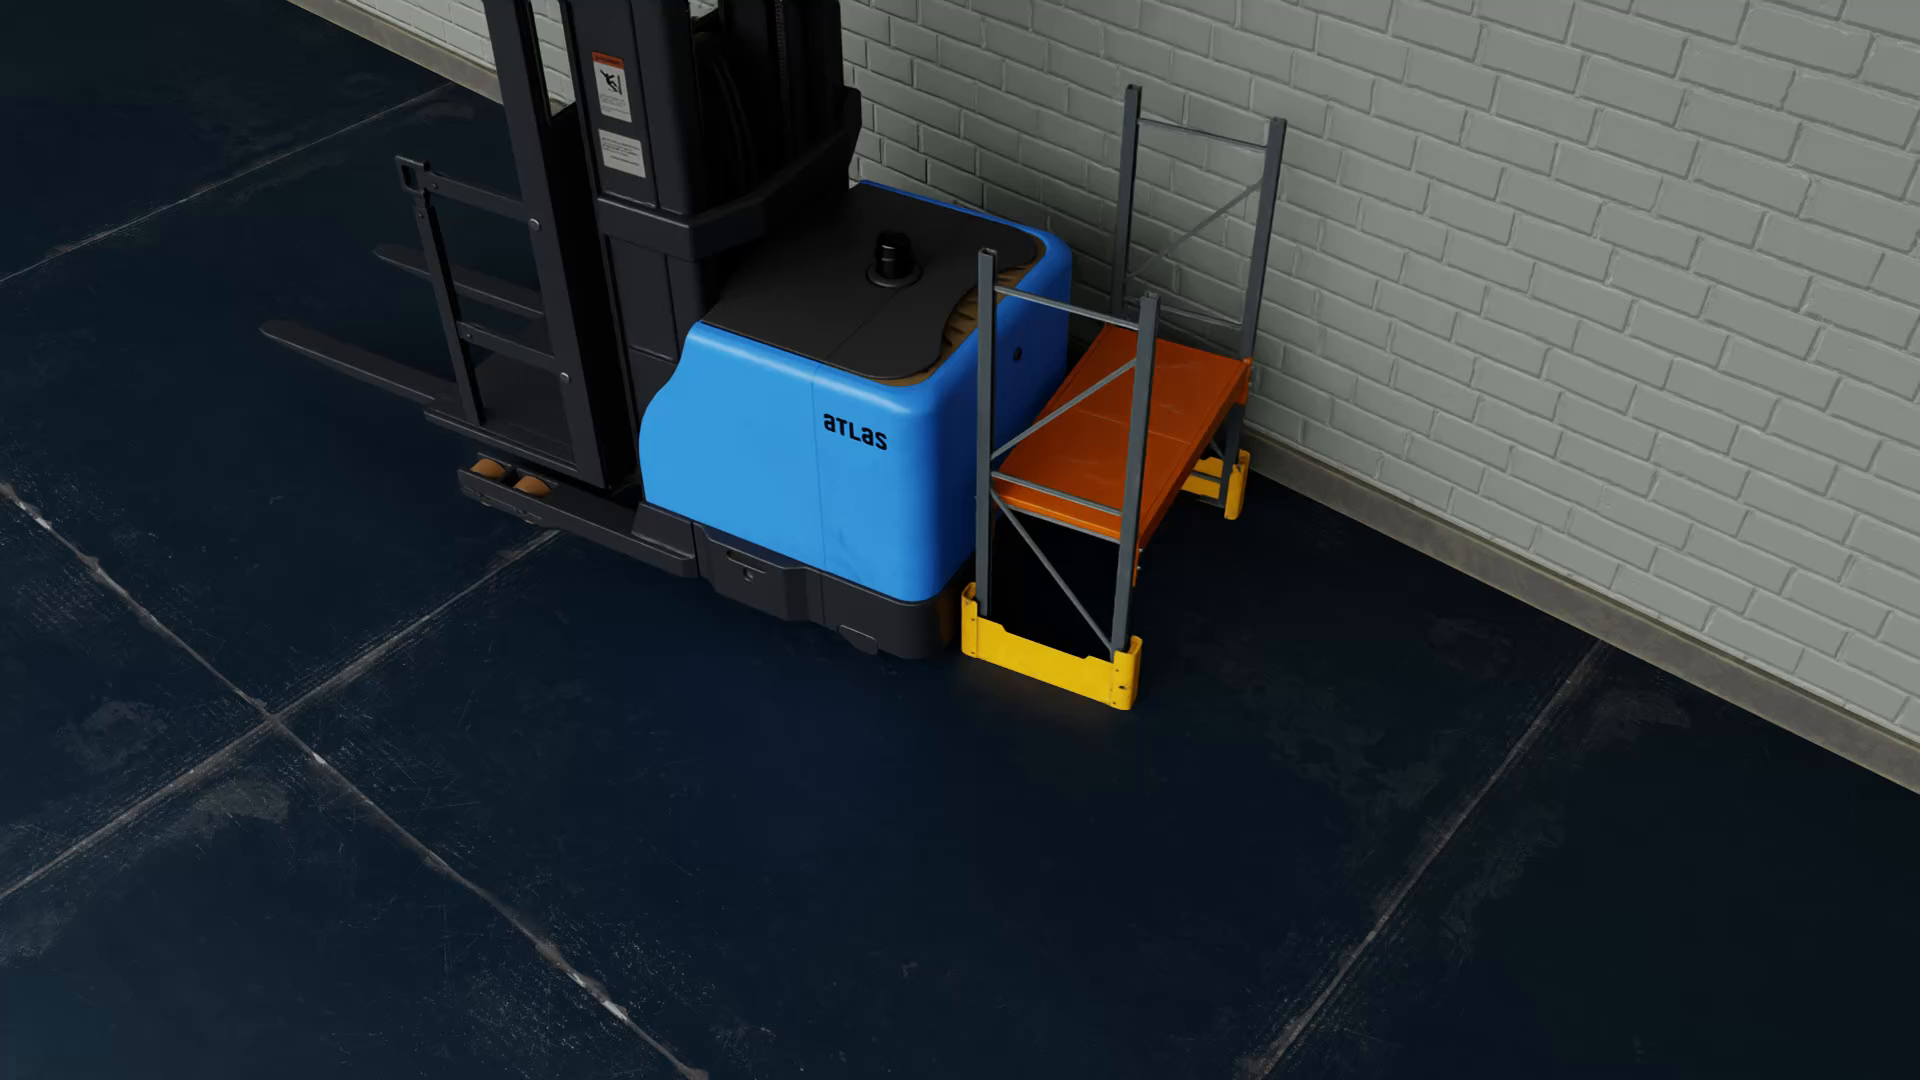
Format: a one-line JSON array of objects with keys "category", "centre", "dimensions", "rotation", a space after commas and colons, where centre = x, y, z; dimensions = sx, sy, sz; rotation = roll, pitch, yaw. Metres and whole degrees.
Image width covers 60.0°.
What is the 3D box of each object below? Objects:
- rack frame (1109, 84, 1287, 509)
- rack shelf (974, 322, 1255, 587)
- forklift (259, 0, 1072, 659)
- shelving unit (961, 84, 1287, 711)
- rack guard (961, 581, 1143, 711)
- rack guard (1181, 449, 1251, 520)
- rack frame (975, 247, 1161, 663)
[{"category": "rack frame", "centre": [0.730, -0.744, 5.454], "dimensions": [0.500, 1.500, 0.032], "rotation": [18, 45, 19]}, {"category": "rack shelf", "centre": [0.504, -0.305, 5.238], "dimensions": [0.538, 0.185, 1.000], "rotation": [18, 45, 19]}, {"category": "forklift", "centre": [-1.174, -1.430, 5.144], "dimensions": [3.031, 2.935, 1.130], "rotation": [20, 46, 21]}, {"category": "shelving unit", "centre": [0.500, -0.433, 5.111], "dimensions": [0.587, 1.500, 1.083], "rotation": [18, 45, 19]}, {"category": "rack guard", "centre": [0.279, 0.330, 5.201], "dimensions": [0.587, 0.250, 0.087], "rotation": [18, 45, 19]}, {"category": "rack guard", "centre": [0.722, -0.270, 5.861], "dimensions": [0.587, 0.250, 0.087], "rotation": [18, 45, 19]}, {"category": "rack frame", "centre": [0.279, -0.132, 4.780], "dimensions": [0.500, 1.500, 0.032], "rotation": [18, 45, 19]}]
